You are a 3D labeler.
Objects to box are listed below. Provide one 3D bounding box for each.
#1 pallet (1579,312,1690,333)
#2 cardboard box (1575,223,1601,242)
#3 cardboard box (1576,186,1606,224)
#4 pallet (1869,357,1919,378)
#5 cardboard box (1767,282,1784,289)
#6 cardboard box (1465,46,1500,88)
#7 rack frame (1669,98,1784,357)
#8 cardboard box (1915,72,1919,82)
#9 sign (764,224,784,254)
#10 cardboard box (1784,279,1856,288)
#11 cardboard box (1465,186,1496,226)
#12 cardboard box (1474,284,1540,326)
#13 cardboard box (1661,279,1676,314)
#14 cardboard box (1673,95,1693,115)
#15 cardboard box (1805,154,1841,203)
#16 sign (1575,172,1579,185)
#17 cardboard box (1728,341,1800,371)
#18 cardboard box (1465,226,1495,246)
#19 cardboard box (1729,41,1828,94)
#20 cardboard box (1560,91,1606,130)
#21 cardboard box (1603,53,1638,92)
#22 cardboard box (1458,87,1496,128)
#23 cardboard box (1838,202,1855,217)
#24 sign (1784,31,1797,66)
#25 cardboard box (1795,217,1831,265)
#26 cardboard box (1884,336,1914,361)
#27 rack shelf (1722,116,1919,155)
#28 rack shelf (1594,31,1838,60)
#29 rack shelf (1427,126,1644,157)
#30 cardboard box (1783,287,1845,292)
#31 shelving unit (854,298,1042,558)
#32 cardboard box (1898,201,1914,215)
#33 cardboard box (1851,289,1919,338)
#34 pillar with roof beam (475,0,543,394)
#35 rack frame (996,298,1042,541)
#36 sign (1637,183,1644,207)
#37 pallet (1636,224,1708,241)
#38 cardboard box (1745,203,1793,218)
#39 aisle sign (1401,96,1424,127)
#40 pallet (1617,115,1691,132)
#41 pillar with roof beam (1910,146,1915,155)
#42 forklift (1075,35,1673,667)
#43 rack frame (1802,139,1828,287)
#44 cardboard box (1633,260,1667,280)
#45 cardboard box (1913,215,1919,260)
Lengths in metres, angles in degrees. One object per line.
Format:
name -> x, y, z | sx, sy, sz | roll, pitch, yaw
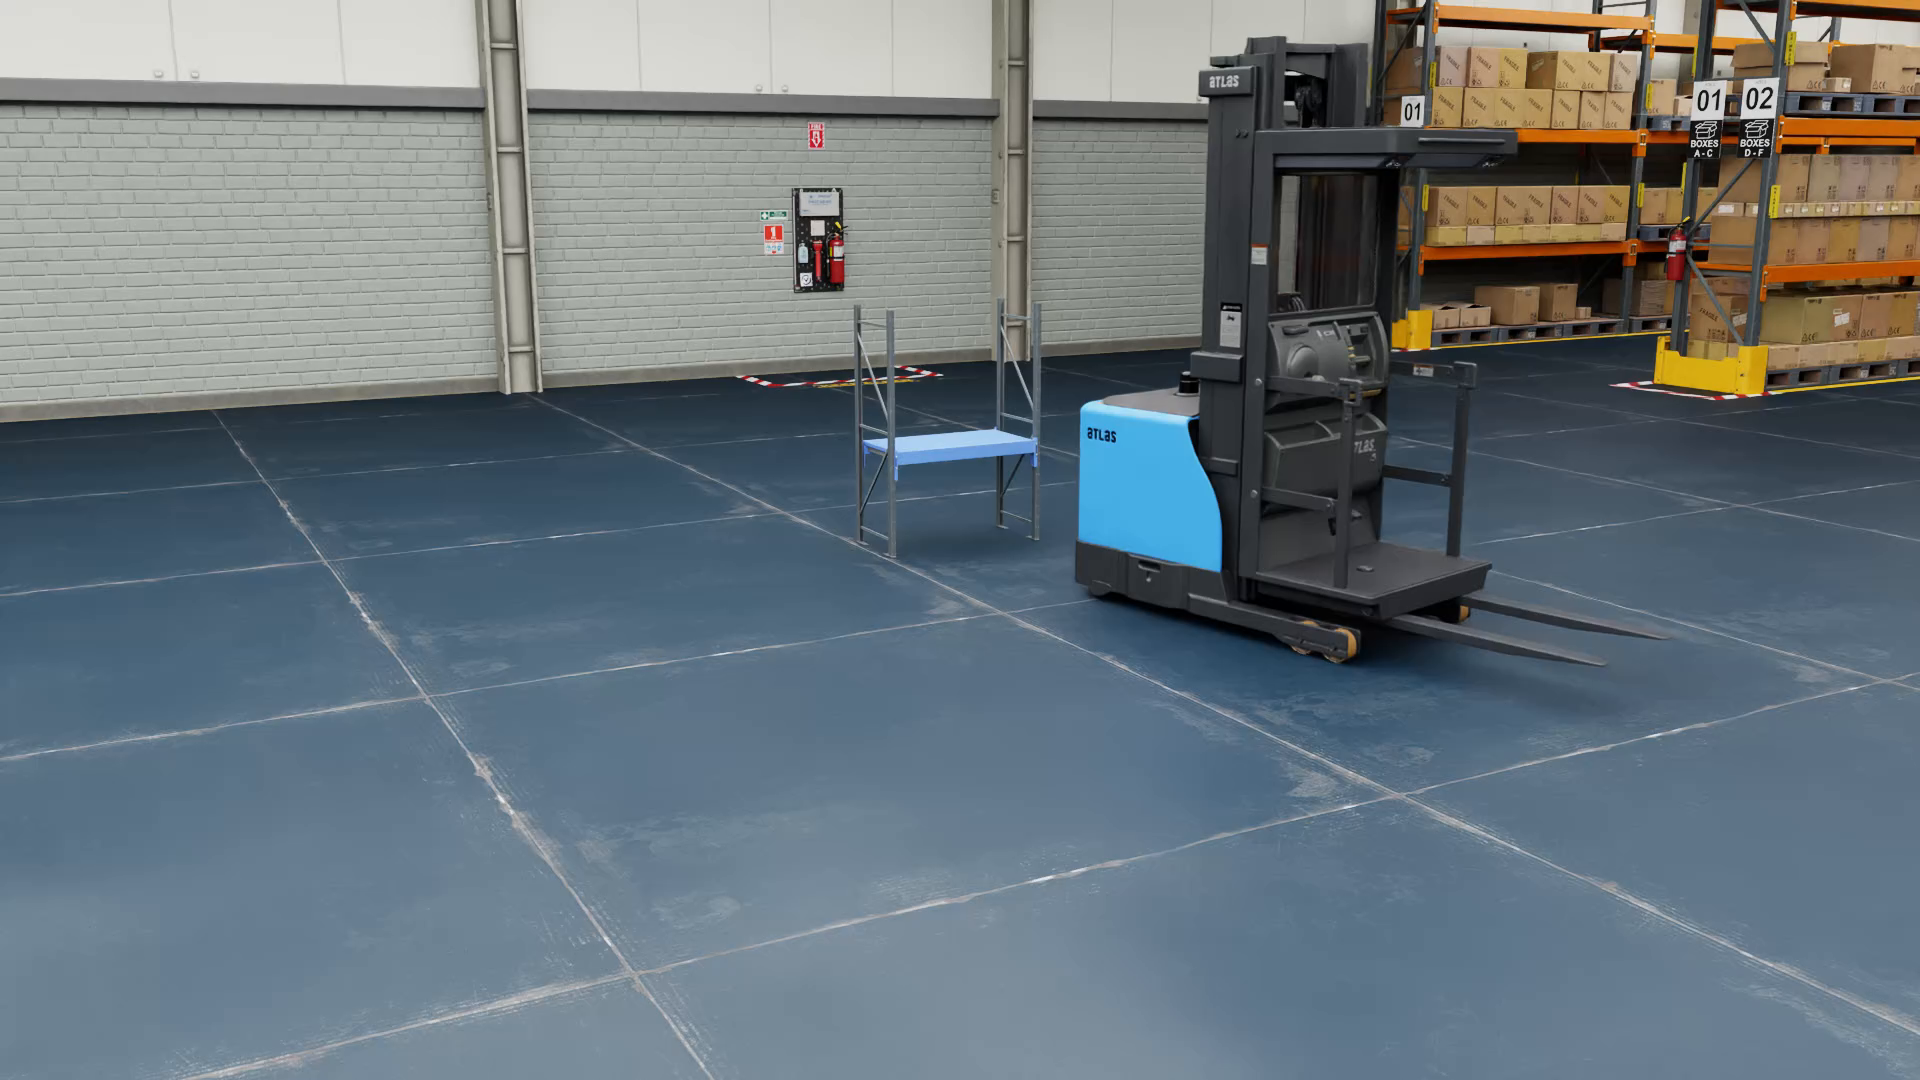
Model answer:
pallet -> 9.879, -3.202, 24.354 | 1.213, 0.211, 1.003 | -7, 14, -28
cardboard box -> 8.484, -4.257, 22.990 | 0.500, 0.250, 0.500 | -7, 14, -28
cardboard box -> 8.494, -4.619, 22.891 | 0.500, 0.500, 0.500 | -7, 14, -28
pallet -> 10.855, -2.090, 19.413 | 1.213, 0.211, 1.003 | -7, 14, -28
cardboard box -> 12.100, -3.810, 25.398 | 0.500, 0.500, 0.700 | -7, 14, -27
cardboard box -> 6.604, -6.105, 21.524 | 0.500, 0.500, 0.500 | -7, 14, -29
rack frame -> 8.062, -3.105, 17.573 | 0.127, 3.000, 1.000 | -7, 14, -28
cardboard box -> 10.531, -5.160, 18.800 | 0.500, 0.311, 0.500 | -8, 15, -31
sign -> -2.103, -3.395, 18.780 | 0.234, 0.329, 0.001 | -7, 14, -28
cardboard box -> 13.415, -4.109, 25.974 | 0.750, 0.750, 0.750 | -7, 14, -29
cardboard box -> 6.687, -4.404, 21.933 | 0.500, 0.500, 0.500 | -7, 14, -28
cardboard box -> 7.504, -3.237, 22.852 | 0.500, 0.500, 0.700 | -8, 15, -31
cardboard box -> 10.264, -3.620, 24.552 | 0.500, 0.500, 0.700 | -7, 15, -29
cardboard box -> 10.255, -6.211, 23.792 | 0.500, 0.311, 0.500 | -6, 14, -26
cardboard box -> 8.983, -3.895, 17.902 | 0.500, 0.500, 0.700 | -7, 15, -29
sign -> 8.927, -5.151, 24.029 | 0.005, 0.325, 0.100 | -7, 14, -28
cardboard box -> 8.639, -1.982, 17.889 | 0.500, 0.250, 0.500 | -7, 14, -28
cardboard box -> 6.715, -4.043, 22.038 | 0.500, 0.250, 0.500 | -7, 15, -30
cardboard box -> 8.568, -4.951, 17.436 | 0.637, 0.503, 0.797 | -6, 14, -24
cardboard box -> 8.421, -5.850, 22.667 | 0.500, 0.500, 0.500 | -8, 15, -33
cardboard box -> 8.886, -6.385, 22.764 | 0.500, 0.500, 0.500 | -8, 15, -33
cardboard box -> 6.587, -5.618, 21.633 | 0.500, 0.500, 0.500 | -6, 14, -24
cardboard box -> 9.415, -3.579, 17.974 | 0.250, 0.149, 0.380 | -7, 15, -30
sign -> 8.323, -4.926, 16.661 | 0.005, 0.325, 0.100 | -7, 14, -28
cardboard box -> 8.936, -3.256, 18.019 | 0.500, 0.500, 0.700 | -6, 14, -26
cardboard box -> 10.395, -2.192, 18.823 | 0.500, 0.250, 0.500 | -7, 14, -28
rack shelf -> 9.817, -4.428, 18.257 | 4.000, 0.370, 1.077 | -7, 14, -28
rack shelf -> 10.952, -7.071, 24.082 | 4.000, 0.370, 1.077 | -7, 14, -28
rack shelf -> 7.441, -5.382, 22.498 | 4.000, 0.370, 1.077 | -7, 14, -28
cardboard box -> 9.700, -2.608, 18.964 | 0.500, 0.500, 0.500 | -7, 14, -28
shelving unit -> -0.075, -0.723, 10.405 | 1.048, 1.500, 0.538 | -7, 14, -28
cardboard box -> 10.322, -3.688, 18.458 | 0.250, 0.149, 0.380 | -6, 14, -26
cardboard box -> 10.389, -2.560, 18.751 | 0.500, 0.500, 0.500 | -7, 14, -28
pillar with roof beam -> -2.585, -5.134, 12.926 | 0.400, 9.000, 9.100 | -7, 14, -28
rack frame -> 0.371, -0.776, 10.642 | 0.032, 1.500, 0.500 | -7, 14, -28
sign -> 9.463, -4.798, 23.127 | 0.005, 0.325, 0.100 | -7, 14, -28
pallet -> 9.937, -4.439, 23.937 | 1.213, 0.211, 1.003 | -7, 14, -28
cardboard box -> 8.510, -3.470, 17.490 | 0.250, 0.149, 0.380 | -7, 14, -28
aisle sign -> 5.766, -5.262, 21.237 | 0.004, 0.787, 0.394 | -7, 14, -28
pallet -> 9.789, -5.896, 23.572 | 1.003, 0.211, 1.213 | -7, 14, -28
pillar with roof beam -> 18.481, -7.659, 24.145 | 0.400, 9.000, 9.100 | -7, 14, -28
forklift -> 2.004, -0.965, 8.223 | 1.130, 2.935, 3.031 | -11, 17, -41
rack frame -> 12.707, -4.901, 25.553 | 0.127, 3.000, 1.000 | -7, 14, -28
cardboard box -> 10.219, -3.968, 24.394 | 0.500, 0.250, 0.500 | -7, 15, -29
cardboard box -> 10.727, -3.470, 18.967 | 0.500, 0.500, 0.700 | -7, 14, -28
